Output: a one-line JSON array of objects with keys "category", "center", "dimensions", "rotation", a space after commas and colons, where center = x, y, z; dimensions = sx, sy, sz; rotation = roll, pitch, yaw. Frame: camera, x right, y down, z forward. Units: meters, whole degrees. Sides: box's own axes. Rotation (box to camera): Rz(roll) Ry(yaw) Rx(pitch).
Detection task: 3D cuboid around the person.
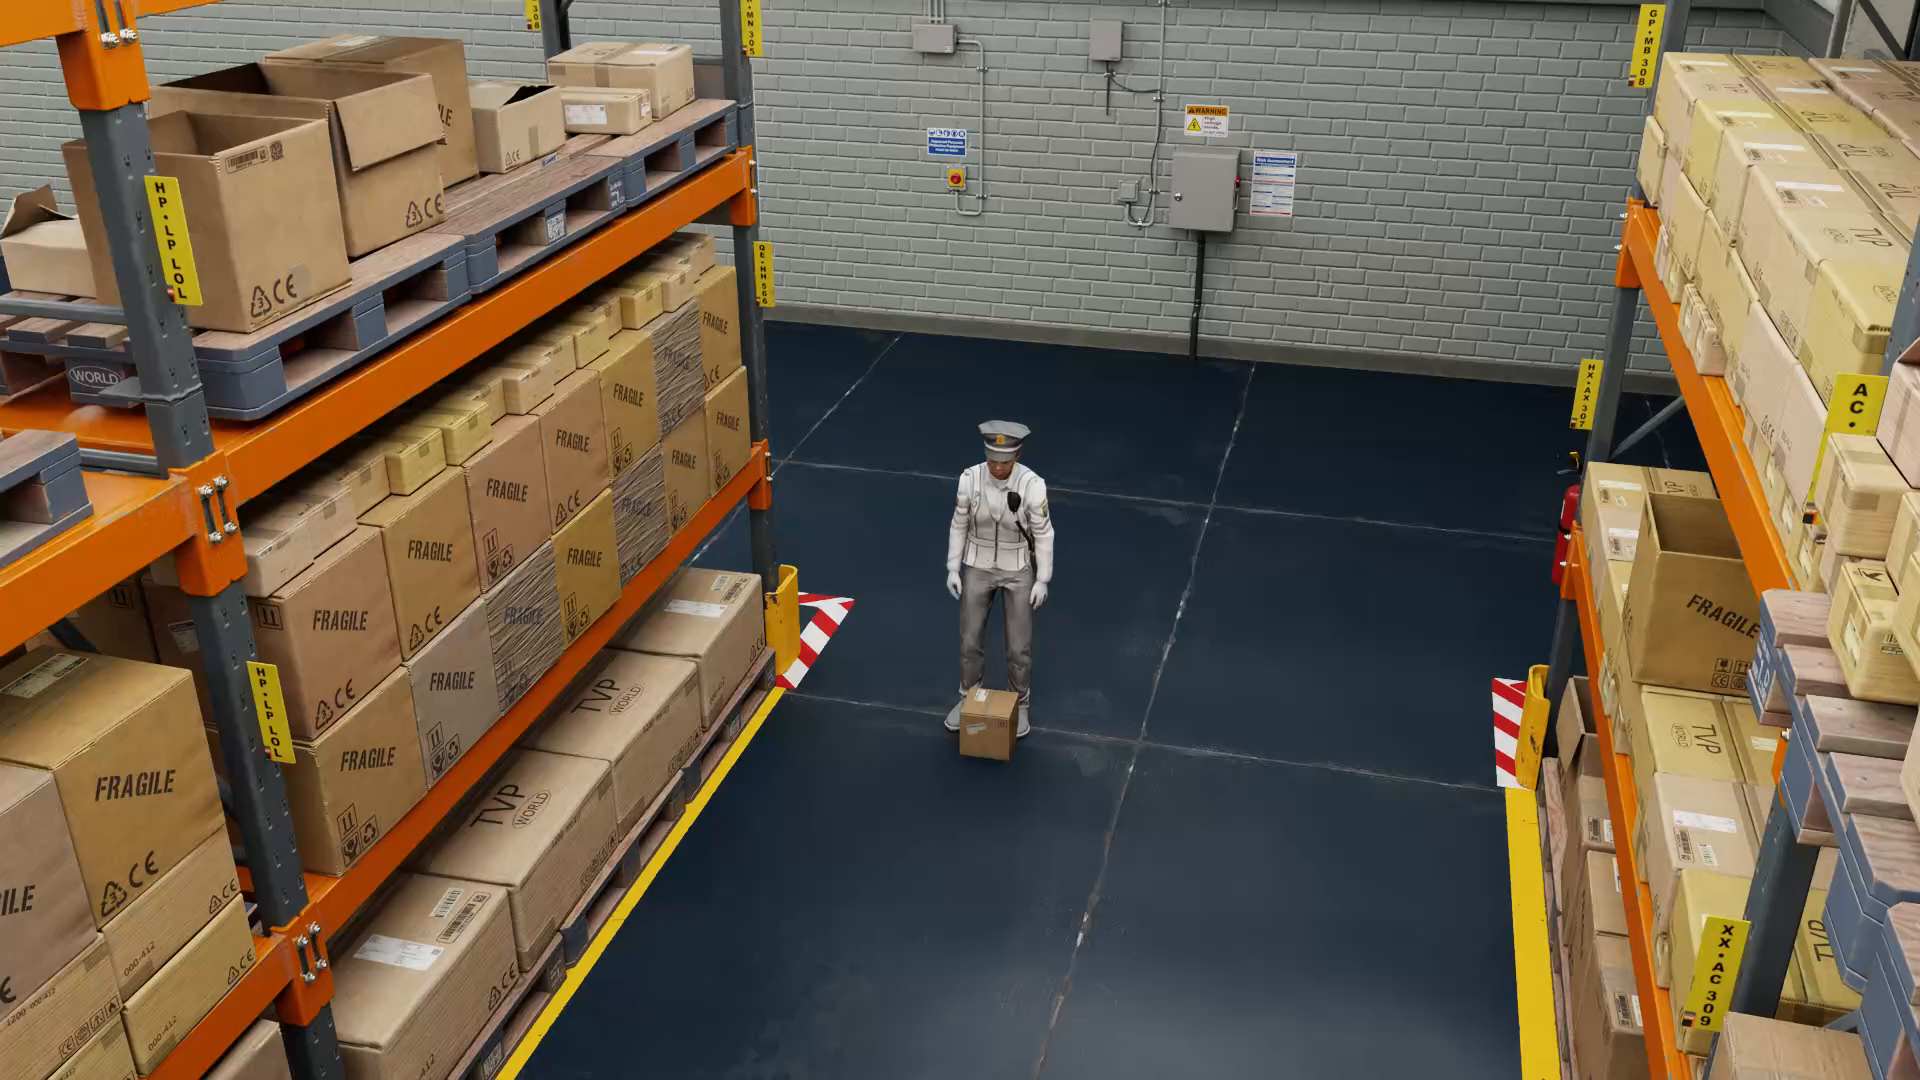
[{"category": "person", "center": [0.194, 0.178, 8.231], "dimensions": [0.529, 1.663, 0.371], "rotation": [5, 26, 11]}]
